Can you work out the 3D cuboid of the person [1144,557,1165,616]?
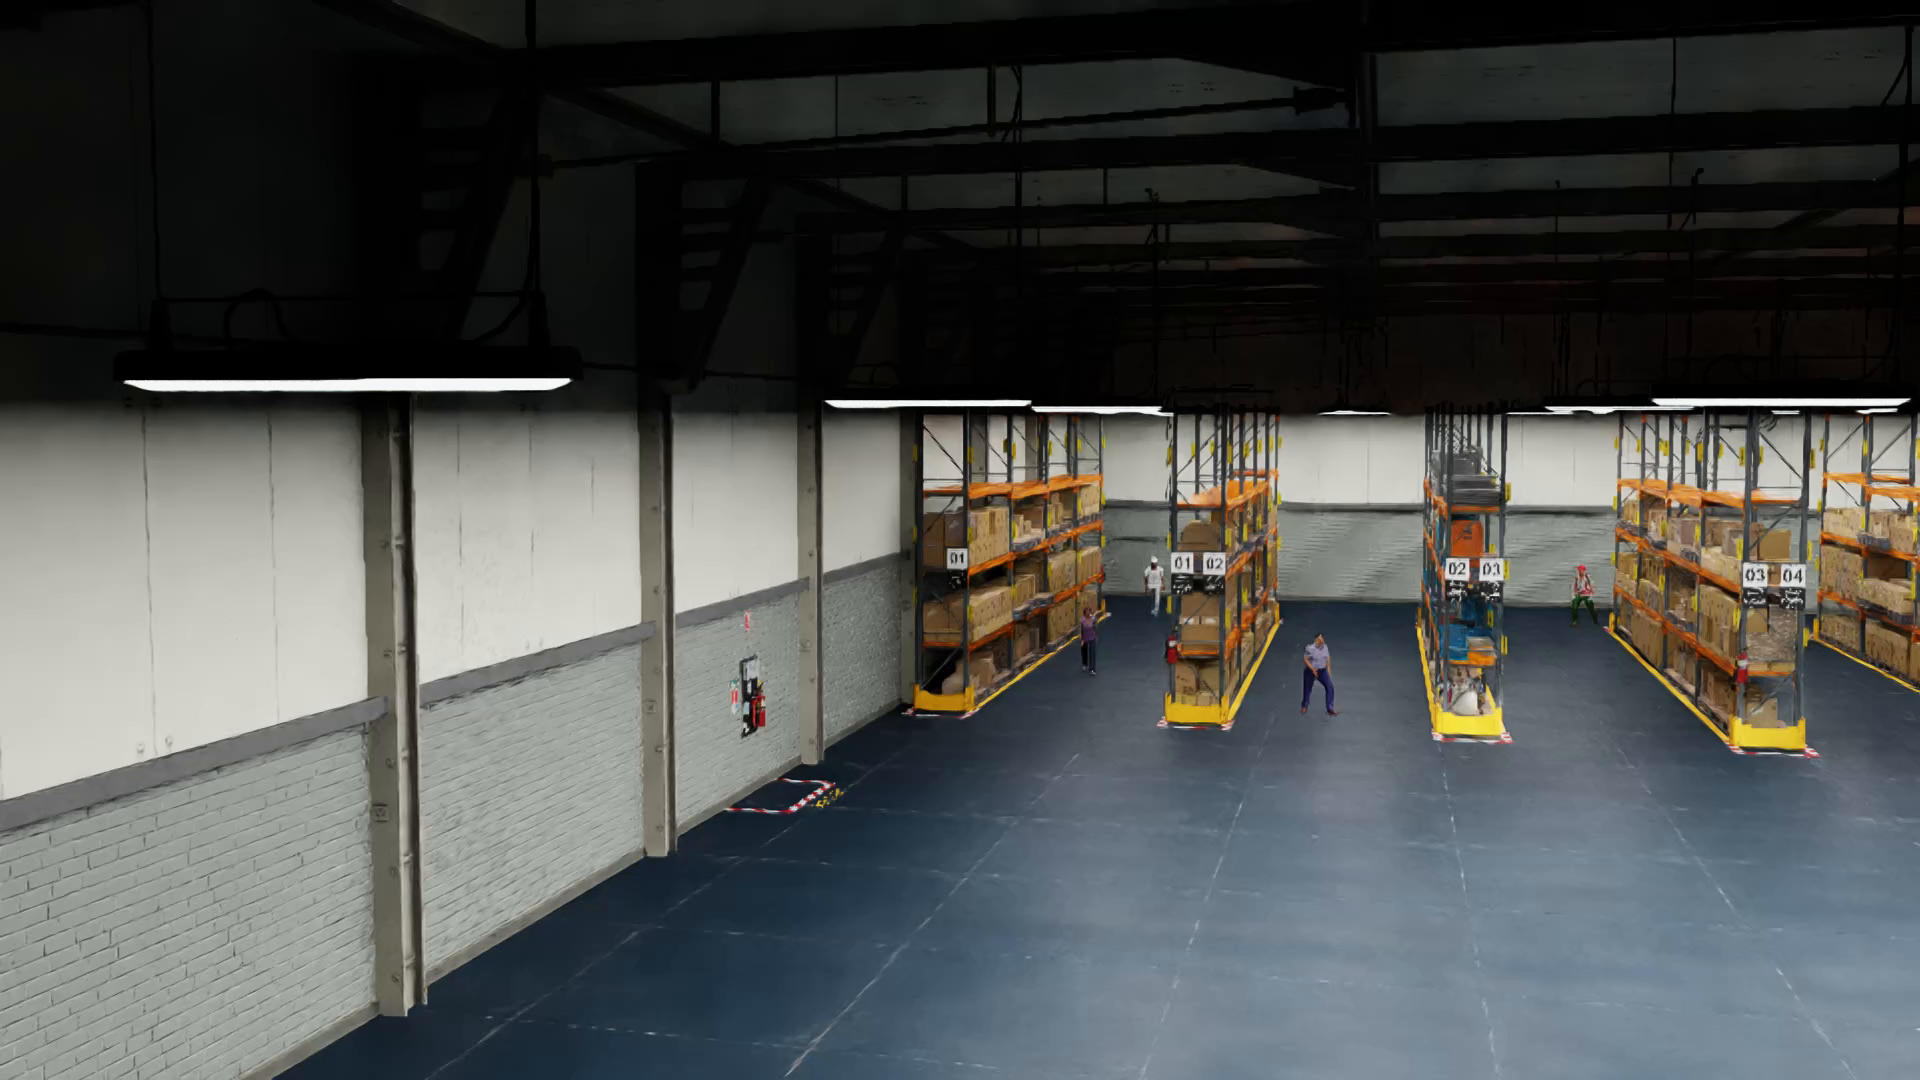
[{"bbox_3d":[5.599,1.320,48.056,0.577,1.691,1.121,1,4,17],"label":"person"}]

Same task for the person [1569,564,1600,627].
[{"bbox_3d":[17.110,1.510,45.520,0.867,1.731,0.701,-4,6,-41],"label":"person"}]

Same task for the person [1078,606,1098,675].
[{"bbox_3d":[2.844,2.214,37.023,0.440,1.514,1.016,0,4,4],"label":"person"}]

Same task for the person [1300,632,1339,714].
[{"bbox_3d":[6.910,2.560,32.111,0.635,1.576,0.752,-1,4,-8],"label":"person"}]
